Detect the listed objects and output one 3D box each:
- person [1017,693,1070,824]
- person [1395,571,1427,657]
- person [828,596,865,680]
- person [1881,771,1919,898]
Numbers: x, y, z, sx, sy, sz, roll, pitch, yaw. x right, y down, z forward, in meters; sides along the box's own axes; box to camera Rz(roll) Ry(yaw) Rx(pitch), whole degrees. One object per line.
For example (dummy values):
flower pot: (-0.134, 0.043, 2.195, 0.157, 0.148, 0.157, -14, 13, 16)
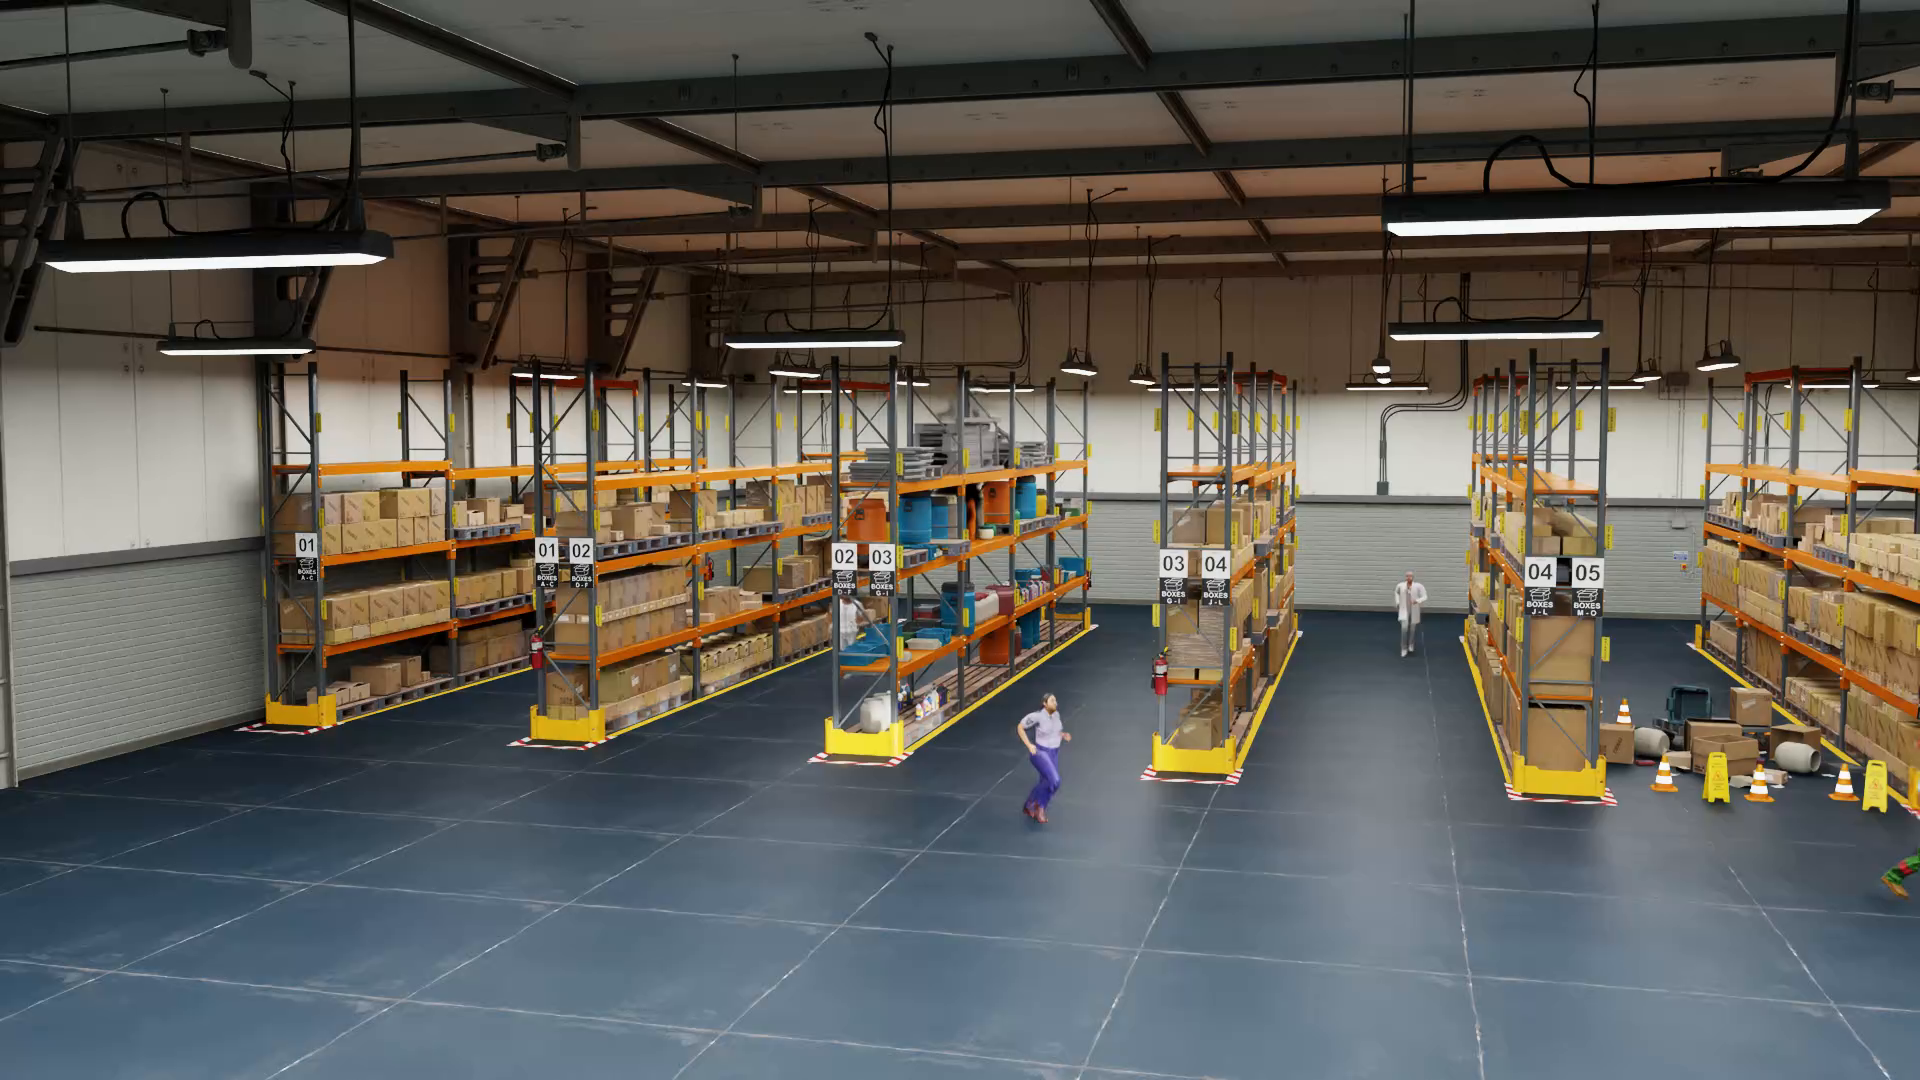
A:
person: (1.071, 2.724, 20.880, 0.700, 1.628, 0.593, 3, 5, 40)
person: (9.738, 1.585, 35.935, 0.693, 1.837, 0.891, 1, 4, 20)
person: (-2.086, 1.698, 30.409, 0.677, 1.752, 0.577, 0, 4, -2)
person: (9.945, 2.900, 16.950, 0.653, 1.799, 0.987, -3, 5, -34)
